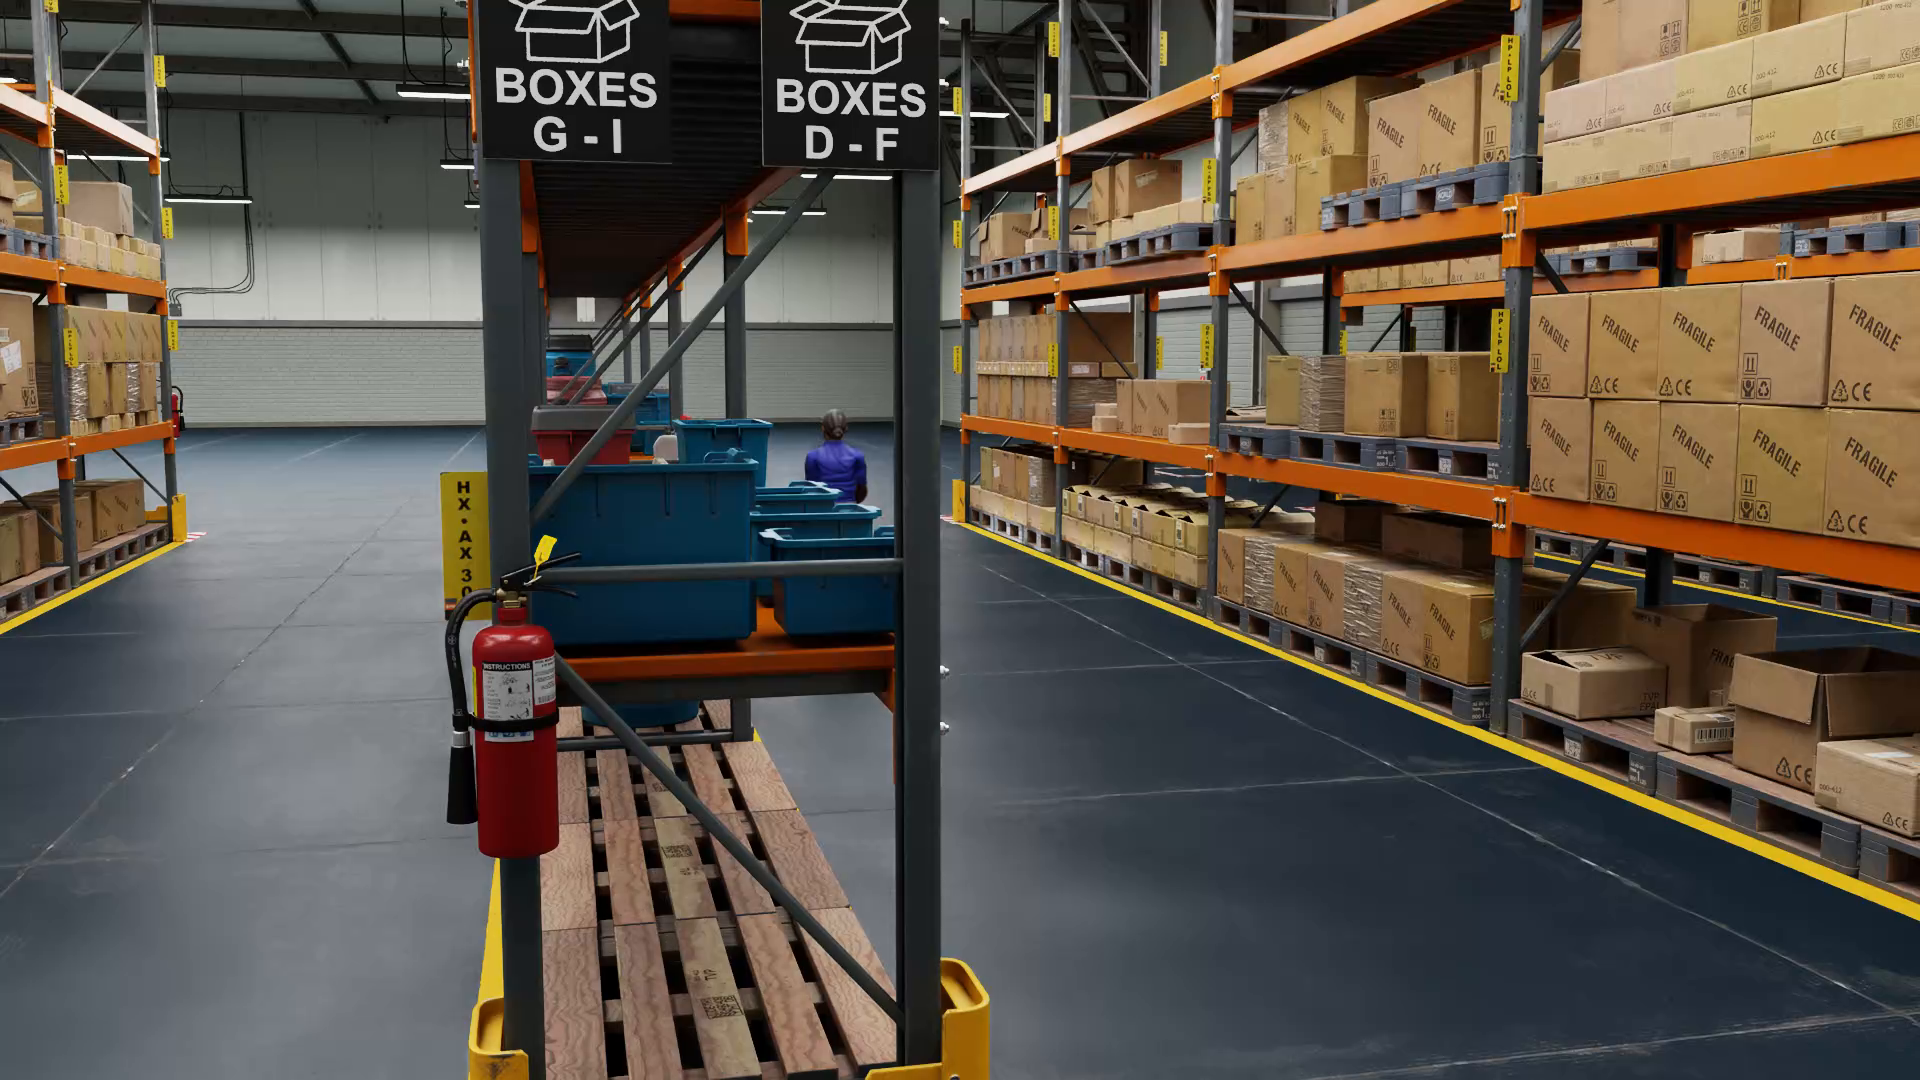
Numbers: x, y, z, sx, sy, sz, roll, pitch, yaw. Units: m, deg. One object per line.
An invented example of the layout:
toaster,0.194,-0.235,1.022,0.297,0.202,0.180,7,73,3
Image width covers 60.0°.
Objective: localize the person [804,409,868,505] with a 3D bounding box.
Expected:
person,-0.867,-0.087,11.552,0.451,1.650,0.512,-1,6,-13
